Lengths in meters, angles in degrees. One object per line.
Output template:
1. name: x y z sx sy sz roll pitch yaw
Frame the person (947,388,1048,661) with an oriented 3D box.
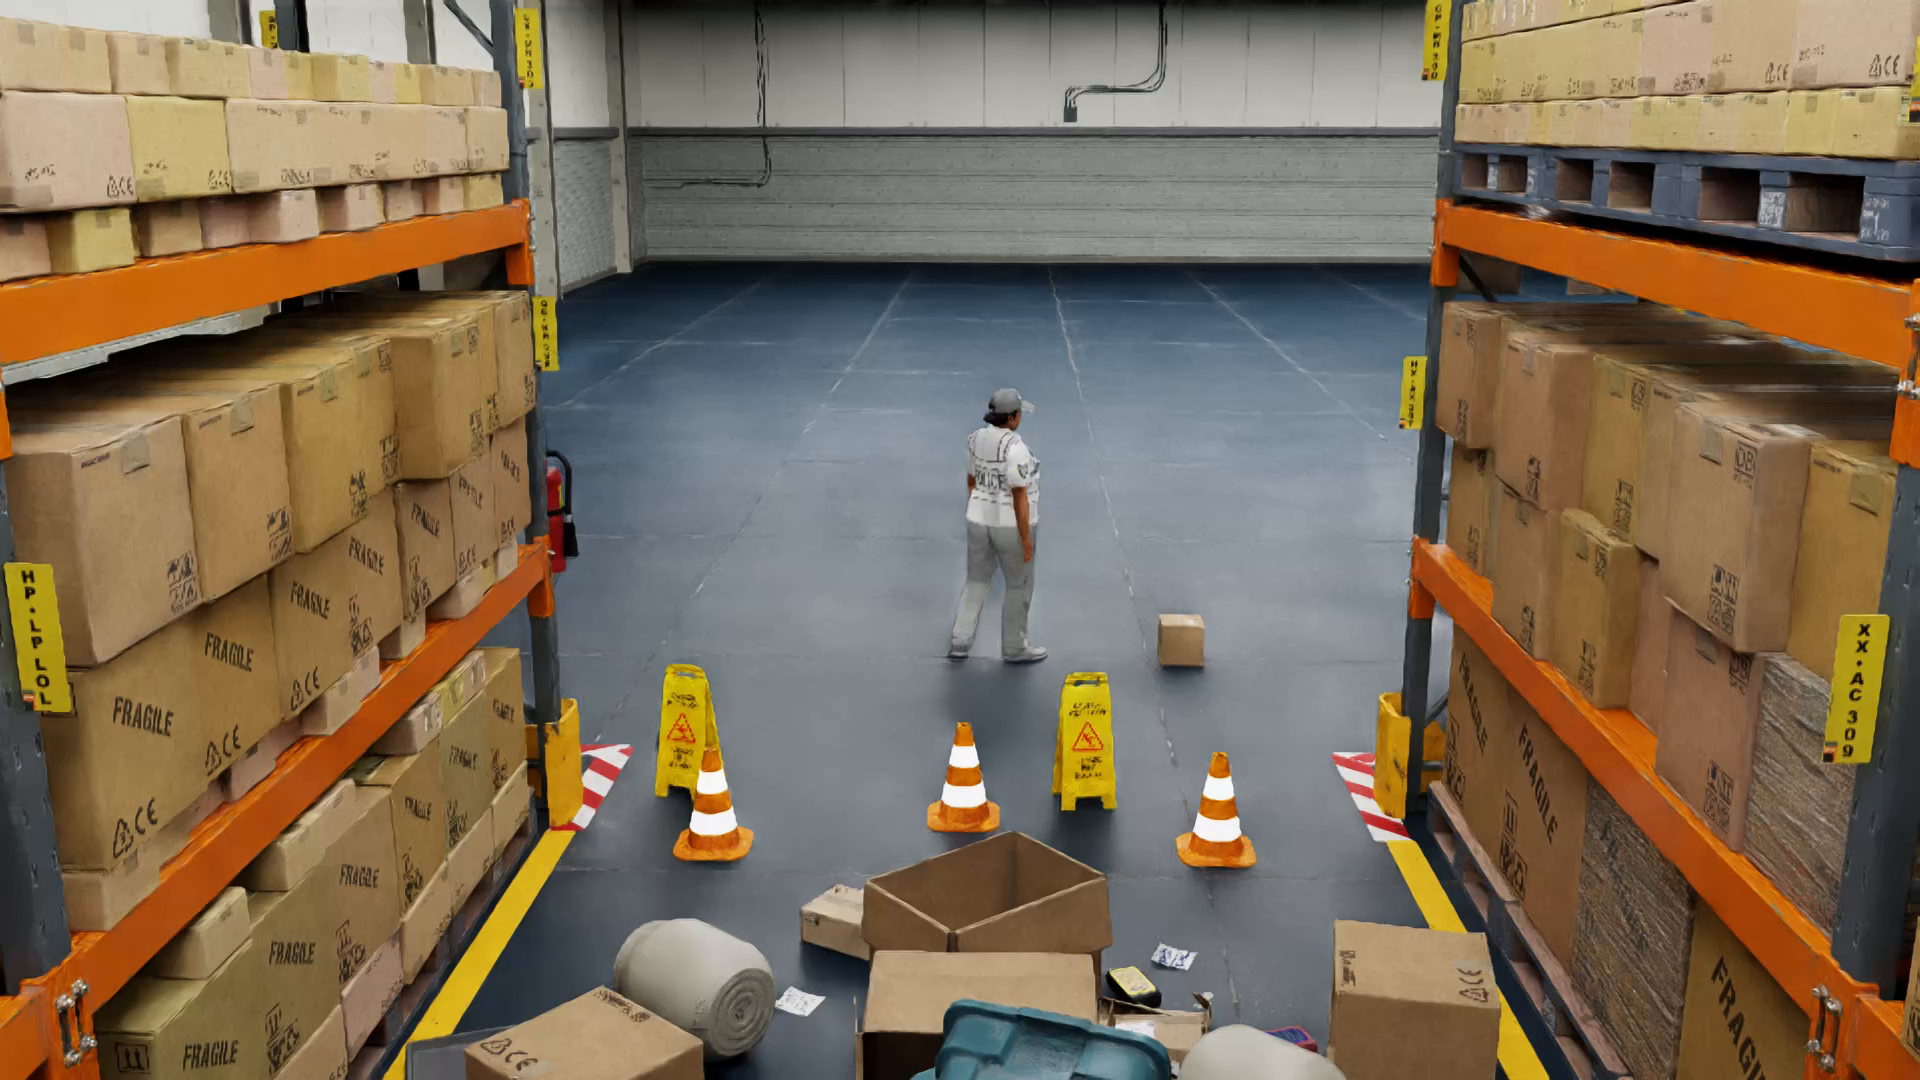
1. person: 0.227 -0.070 9.780 0.634 1.660 0.532 -14 19 -43
